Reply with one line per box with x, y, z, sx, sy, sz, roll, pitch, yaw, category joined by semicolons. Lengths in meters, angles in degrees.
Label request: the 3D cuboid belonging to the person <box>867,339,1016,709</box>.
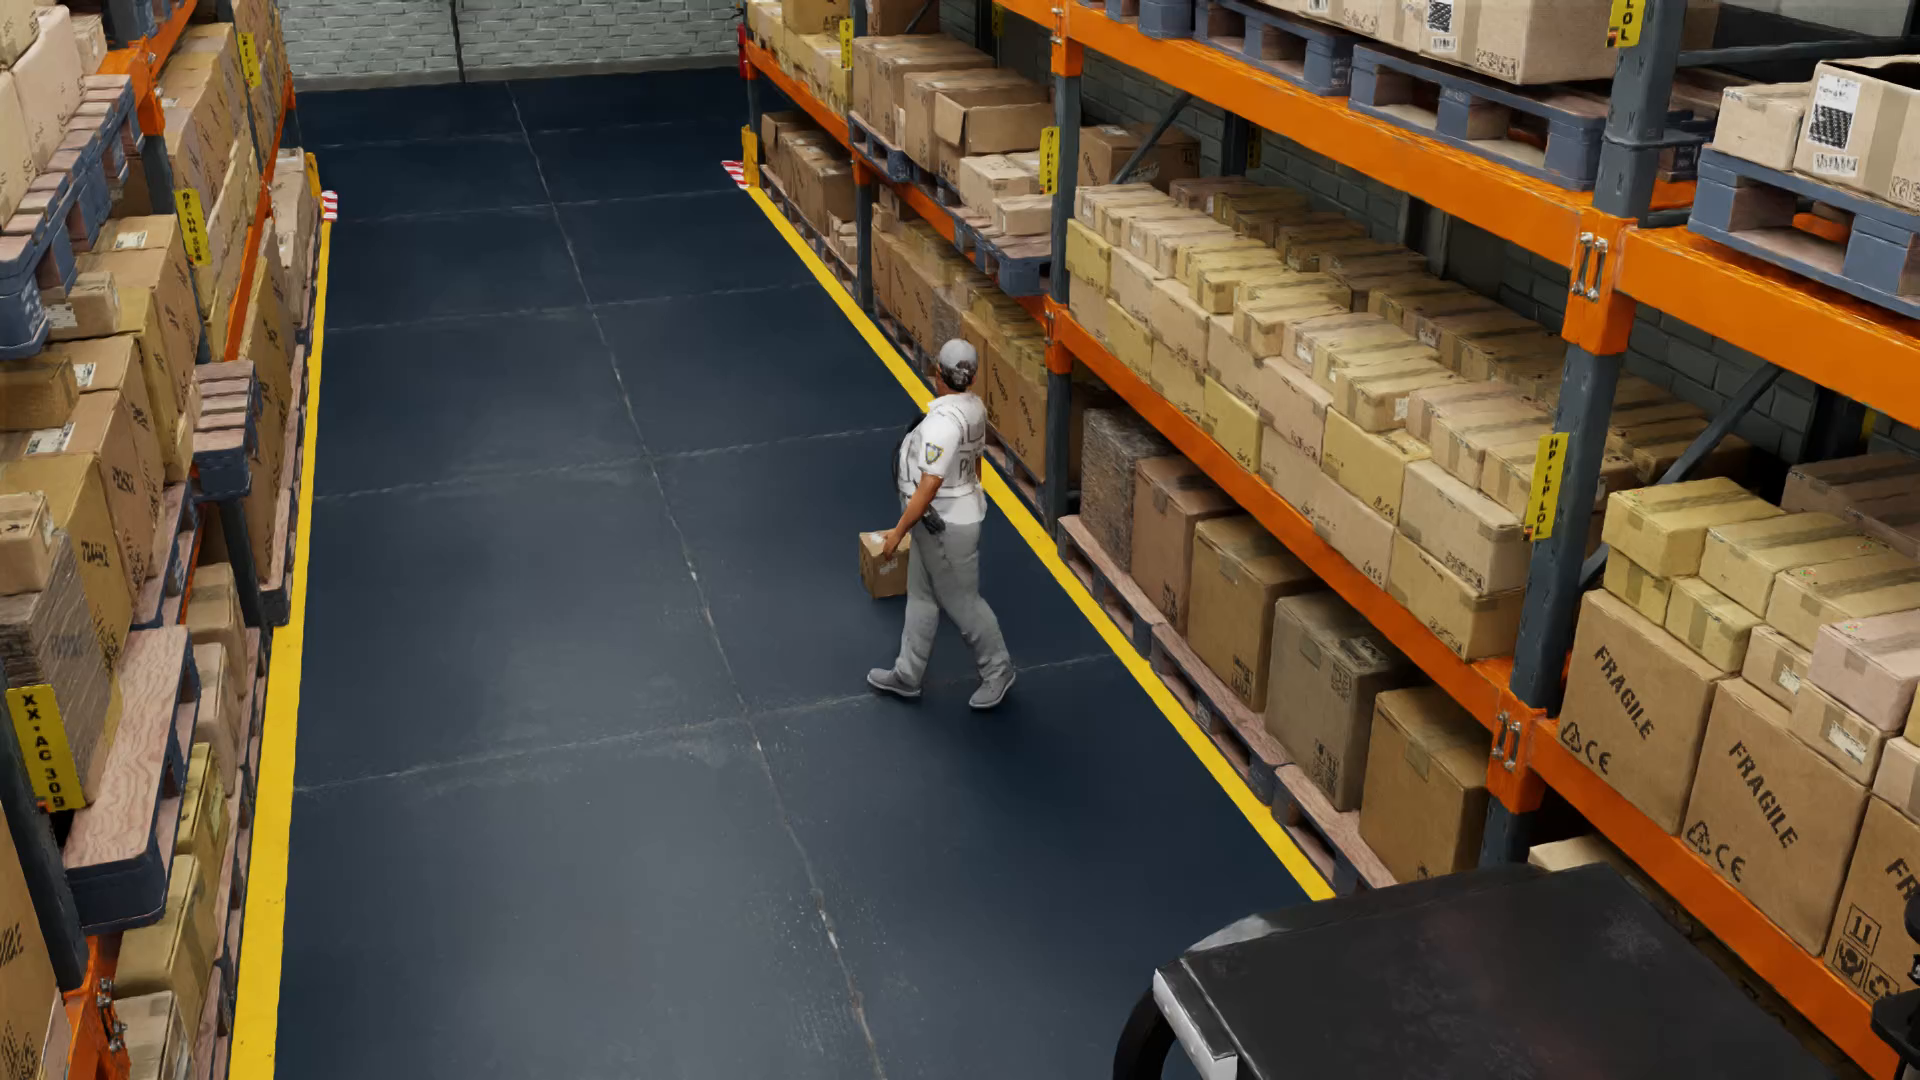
-0.084;-0.067;7.291;0.686;1.631;0.534;2;27;3;person
